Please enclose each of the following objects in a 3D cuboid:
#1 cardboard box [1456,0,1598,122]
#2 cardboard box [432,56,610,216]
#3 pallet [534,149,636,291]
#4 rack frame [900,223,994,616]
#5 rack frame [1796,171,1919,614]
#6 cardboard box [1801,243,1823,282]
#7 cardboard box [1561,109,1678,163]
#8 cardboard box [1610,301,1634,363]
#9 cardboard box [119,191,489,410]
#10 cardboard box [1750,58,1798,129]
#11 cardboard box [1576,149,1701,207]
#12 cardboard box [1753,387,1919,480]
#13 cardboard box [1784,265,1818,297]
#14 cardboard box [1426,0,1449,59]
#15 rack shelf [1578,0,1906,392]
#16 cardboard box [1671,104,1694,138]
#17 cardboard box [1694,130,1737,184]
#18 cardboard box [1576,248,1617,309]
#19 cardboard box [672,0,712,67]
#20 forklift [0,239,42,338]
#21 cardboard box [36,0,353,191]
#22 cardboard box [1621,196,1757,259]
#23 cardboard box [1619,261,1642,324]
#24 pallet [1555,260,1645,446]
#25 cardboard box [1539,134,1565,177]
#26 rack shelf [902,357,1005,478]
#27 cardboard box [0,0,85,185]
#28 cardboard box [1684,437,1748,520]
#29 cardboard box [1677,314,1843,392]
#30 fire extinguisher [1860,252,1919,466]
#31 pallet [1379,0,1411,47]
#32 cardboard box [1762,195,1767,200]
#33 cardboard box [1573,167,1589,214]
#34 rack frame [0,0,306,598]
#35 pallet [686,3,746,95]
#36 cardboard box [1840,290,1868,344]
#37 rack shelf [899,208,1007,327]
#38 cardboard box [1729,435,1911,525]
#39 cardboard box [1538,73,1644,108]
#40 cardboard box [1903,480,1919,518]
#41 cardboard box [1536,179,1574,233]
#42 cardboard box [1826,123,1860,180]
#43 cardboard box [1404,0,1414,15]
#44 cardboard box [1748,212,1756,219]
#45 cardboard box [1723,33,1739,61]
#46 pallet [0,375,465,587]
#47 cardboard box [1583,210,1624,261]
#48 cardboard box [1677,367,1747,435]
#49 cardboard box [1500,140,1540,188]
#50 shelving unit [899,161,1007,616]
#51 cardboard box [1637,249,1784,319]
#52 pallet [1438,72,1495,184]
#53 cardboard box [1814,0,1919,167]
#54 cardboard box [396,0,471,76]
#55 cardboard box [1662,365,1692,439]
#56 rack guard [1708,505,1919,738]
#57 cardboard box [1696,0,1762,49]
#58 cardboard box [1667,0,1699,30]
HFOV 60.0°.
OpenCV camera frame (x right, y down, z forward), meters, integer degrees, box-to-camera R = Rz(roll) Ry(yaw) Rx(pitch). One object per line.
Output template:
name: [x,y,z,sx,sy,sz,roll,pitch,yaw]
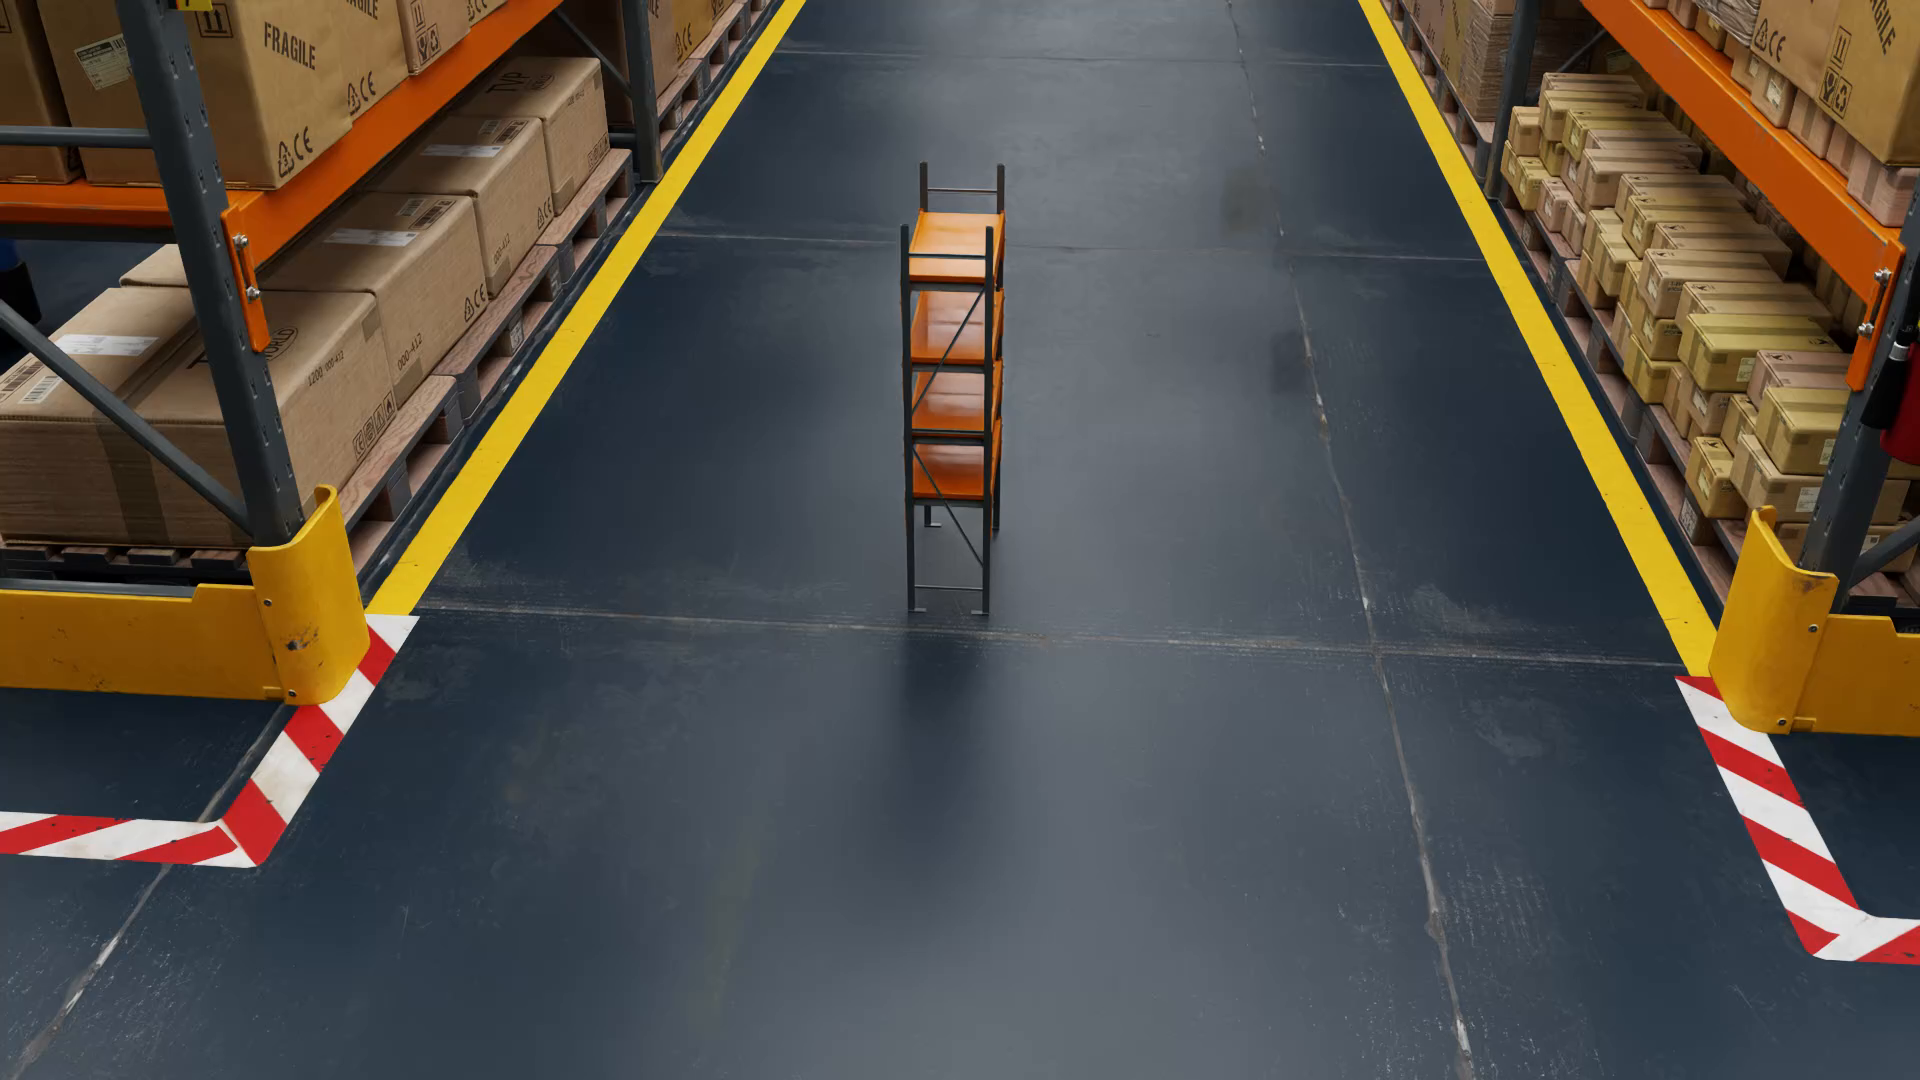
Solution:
cardboard box: [2.800,-2.396,8.261,0.500,0.500,0.500,2,32,3]
cardboard box: [-2.109,-1.806,7.364,0.875,0.438,0.875,2,32,3]
pallet: [-2.091,-1.461,7.419,1.003,0.211,1.213,2,32,4]
rack frame: [-0.033,-0.297,4.588,0.240,1.200,0.015,2,32,4]
rack frame: [2.665,-0.792,3.676,1.000,3.000,0.127,2,32,4]
cardboard box: [3.134,-0.959,5.696,0.380,0.149,0.250,3,32,5]
cardboard box: [2.704,-1.655,6.826,0.380,0.149,0.250,2,32,3]
cardboard box: [2.535,-0.722,5.880,0.380,0.149,0.250,3,32,5]
cardboard box: [-2.256,-0.867,5.839,0.875,0.438,0.875,3,32,5]
cardboard box: [2.471,-1.262,4.678,0.380,0.149,0.250,3,32,5]
cardboard box: [2.603,-1.388,6.393,0.380,0.149,0.250,3,32,5]
cardboard box: [2.456,-0.298,4.624,0.380,0.149,0.250,3,32,5]
cardboard box: [3.011,-0.835,5.779,0.380,0.149,0.250,4,32,7]
cardboard box: [2.888,-2.932,9.131,0.500,0.500,0.500,2,32,3]
rack shelf: [2.828,-1.531,5.561,1.077,0.370,4.000,2,32,4]
cardboard box: [3.240,-1.769,7.012,0.380,0.149,0.250,3,32,5]
cardboard box: [3.128,-1.506,6.585,0.380,0.149,0.250,3,32,6]
cardboard box: [2.576,-0.992,6.317,0.380,0.149,0.250,2,32,3]
cardboard box: [-1.914,-3.116,9.073,0.875,0.875,0.875,3,32,5]
forklift: [-5.107,-2.266,6.133,3.031,2.935,1.130,19,37,28]
cardboard box: [-1.951,-1.232,4.294,0.500,0.500,0.500,2,32,4]
cardboard box: [2.604,-1.114,5.949,0.380,0.149,0.250,3,32,4]
cardboard box: [2.533,-0.848,5.801,0.380,0.149,0.250,4,32,6]
pallet: [2.875,-0.704,6.191,1.003,0.211,1.213,2,32,4]
cardboard box: [2.711,-1.663,7.123,0.380,0.149,0.250,3,32,4]
rack shelf: [-0.013,-0.367,4.830,0.258,0.148,0.480,2,32,4]
cardboard box: [-2.501,-1.256,4.334,0.500,0.500,0.500,3,32,4]
cardboard box: [2.420,-0.180,5.000,0.380,0.149,0.250,3,32,5]
cardboard box: [2.428,-0.568,5.062,0.380,0.149,0.250,2,32,3]
fire extinguisher: [2.185,-0.488,3.612,0.296,0.674,0.183,2,32,4]
pallet: [3.252,-3.379,10.532,1.003,0.211,1.213,2,32,4]
cardboard box: [3.189,-1.219,6.120,0.380,0.149,0.250,1,32,2]
cardboard box: [2.703,-1.393,6.685,0.380,0.149,0.250,1,32,1]
rack frame: [-2.276,-0.950,3.933,1.000,3.000,0.127,2,32,4]
pallet: [-1.866,-2.901,9.756,1.003,0.211,1.213,2,32,4]
cardboard box: [3.035,-0.678,5.242,0.380,0.149,0.250,1,32,2]
rack shelf: [-0.013,-0.759,4.589,0.258,0.148,0.480,2,32,4]
cardboard box: [2.424,-0.172,4.703,0.380,0.149,0.250,2,32,3]
cardboard box: [2.757,-1.930,7.273,0.380,0.149,0.250,4,32,6]
cardboard box: [2.967,-0.158,4.964,0.380,0.149,0.250,2,32,4]
cardboard box: [2.651,-1.400,6.980,0.380,0.149,0.250,2,32,4]
cardboard box: [2.468,-0.996,4.246,0.380,0.149,0.250,2,32,4]
cardboard box: [2.967,-3.468,10.000,0.500,0.500,0.500,3,32,5]
cardboard box: [3.107,-1.114,6.232,0.380,0.149,0.250,1,32,2]
cardboard box: [2.603,-1.537,5.125,0.380,0.149,0.250,1,32,2]
pallet: [-2.289,-0.185,5.349,1.003,0.211,1.213,2,32,4]
cardboard box: [2.573,-1.121,6.243,0.380,0.149,0.250,2,32,4]
cardboard box: [2.464,-0.443,5.144,0.380,0.149,0.250,1,32,2]
cardboard box: [2.641,-1.672,7.421,0.380,0.149,0.250,1,32,2]
shelving unit: [-0.013,-0.424,4.795,0.258,1.200,0.503,2,32,4]
cardboard box: [2.479,-0.843,5.509,0.380,0.149,0.250,4,32,6]
pallet: [3.053,-2.103,8.462,1.003,0.211,1.213,2,32,4]
cardboard box: [2.445,-1.207,3.971,0.500,0.500,0.500,3,32,5]
cardboard box: [-1.878,-1.763,5.156,0.500,0.500,0.500,2,32,4]
cardboard box: [2.535,-0.444,5.428,0.380,0.149,0.250,3,32,4]
rack guard: [2.672,0.233,4.396,1.175,0.500,0.348,2,32,4]
cardboard box: [2.524,-1.742,4.838,0.500,0.500,0.500,3,32,4]
cardboard box: [2.607,-1.809,5.566,0.380,0.149,0.250,4,32,6]
